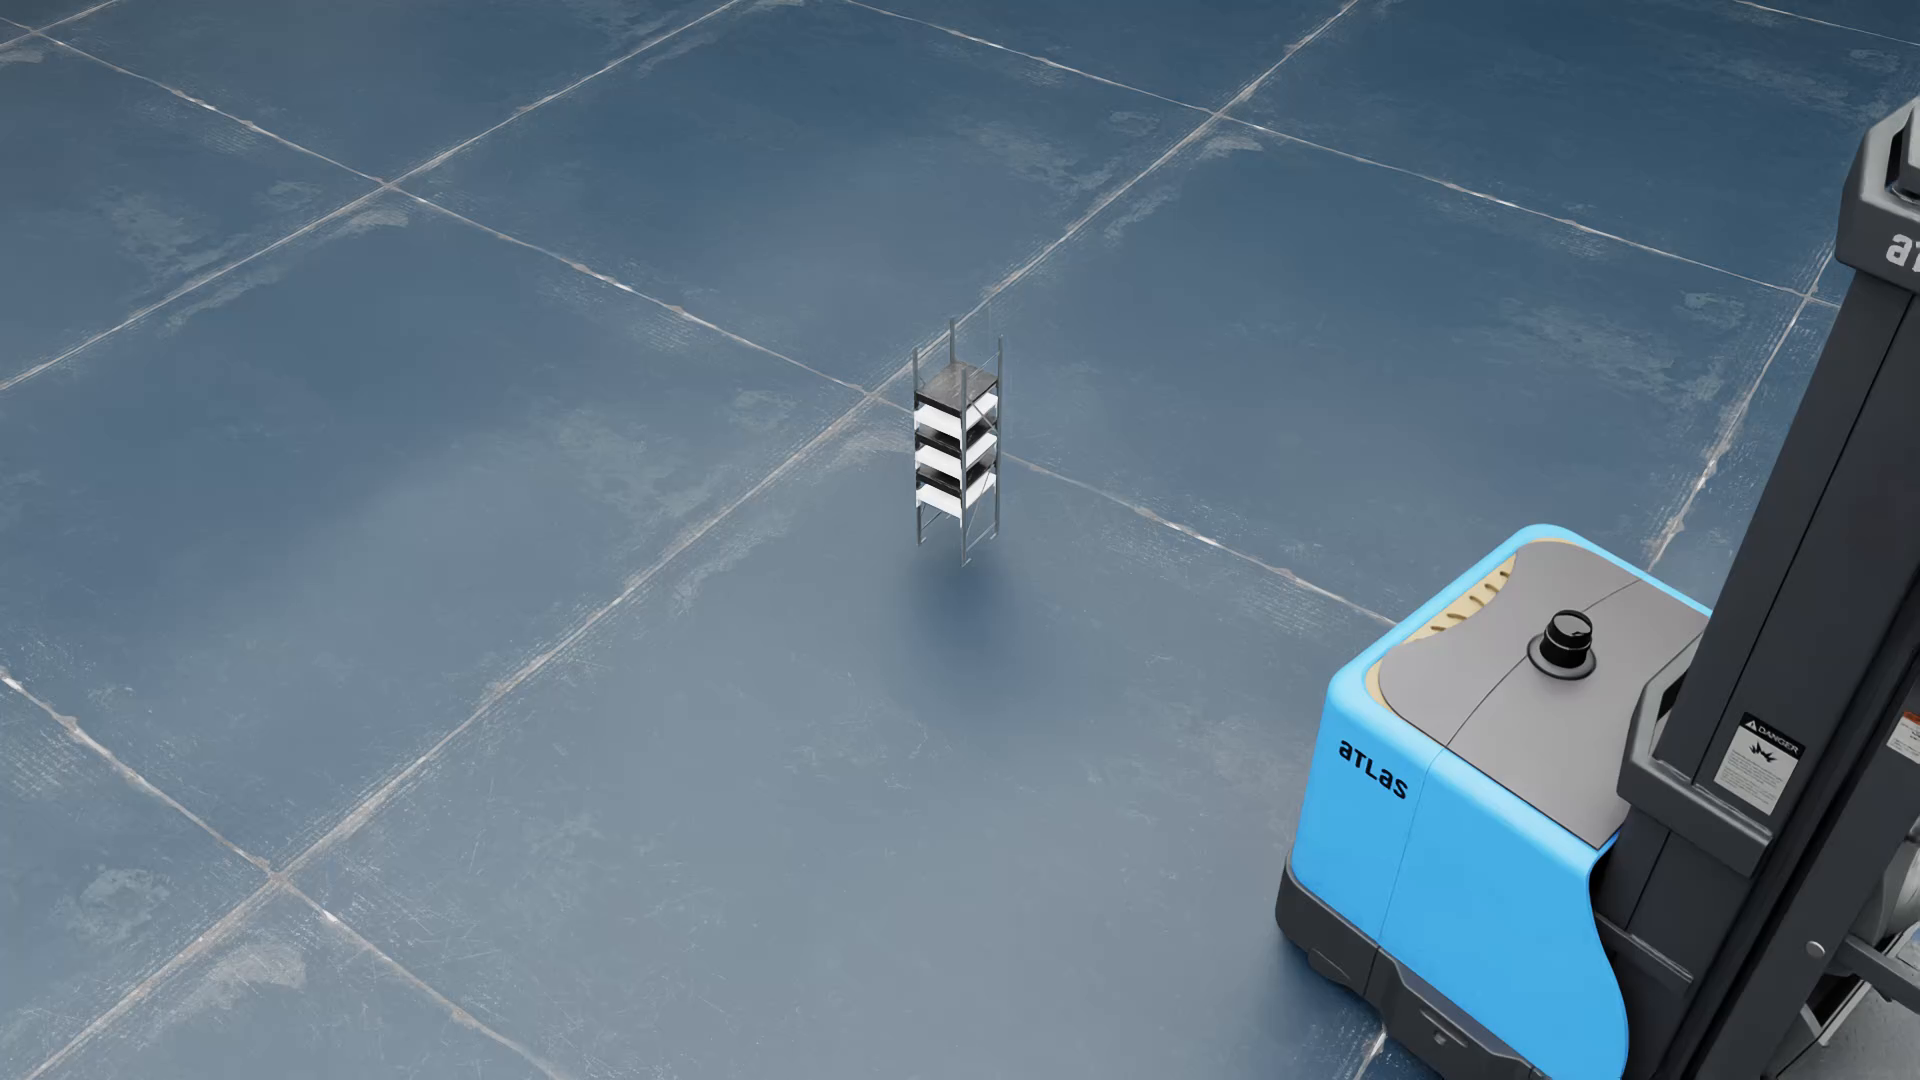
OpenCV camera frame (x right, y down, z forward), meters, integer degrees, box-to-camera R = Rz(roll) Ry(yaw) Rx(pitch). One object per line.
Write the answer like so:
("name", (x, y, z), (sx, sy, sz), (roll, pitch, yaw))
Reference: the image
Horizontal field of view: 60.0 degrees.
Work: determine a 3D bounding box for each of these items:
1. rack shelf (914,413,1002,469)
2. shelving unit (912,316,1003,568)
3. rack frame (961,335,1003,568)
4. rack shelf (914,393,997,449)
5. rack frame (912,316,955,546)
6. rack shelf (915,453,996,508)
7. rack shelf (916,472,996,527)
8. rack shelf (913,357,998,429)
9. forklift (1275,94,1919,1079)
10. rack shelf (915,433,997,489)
("rack shelf", (-0.007, -0.381, 5.916), (0.200, 0.077, 0.258), (25, 48, 25))
("shelving unit", (-0.007, -0.338, 5.953), (0.210, 0.900, 0.258), (25, 48, 25))
("rack frame", (0.077, -0.300, 5.910), (0.006, 0.900, 0.240), (25, 48, 25))
("rack shelf", (-0.007, -0.448, 5.856), (0.200, 0.077, 0.258), (25, 48, 25))
("rack frame", (-0.090, -0.377, 5.997), (0.006, 0.900, 0.240), (25, 48, 25))
("rack shelf", (-0.007, -0.247, 6.036), (0.200, 0.077, 0.258), (25, 48, 25))
("rack shelf", (-0.007, -0.179, 6.096), (0.200, 0.077, 0.258), (25, 48, 25))
("rack shelf", (-0.007, -0.515, 5.796), (0.200, 0.077, 0.258), (25, 48, 25))
("forklift", (2.290, 0.581, 3.402), (1.130, 2.935, 3.031), (-31, 50, -30))
("rack shelf", (-0.007, -0.314, 5.976), (0.200, 0.077, 0.258), (25, 48, 25))
